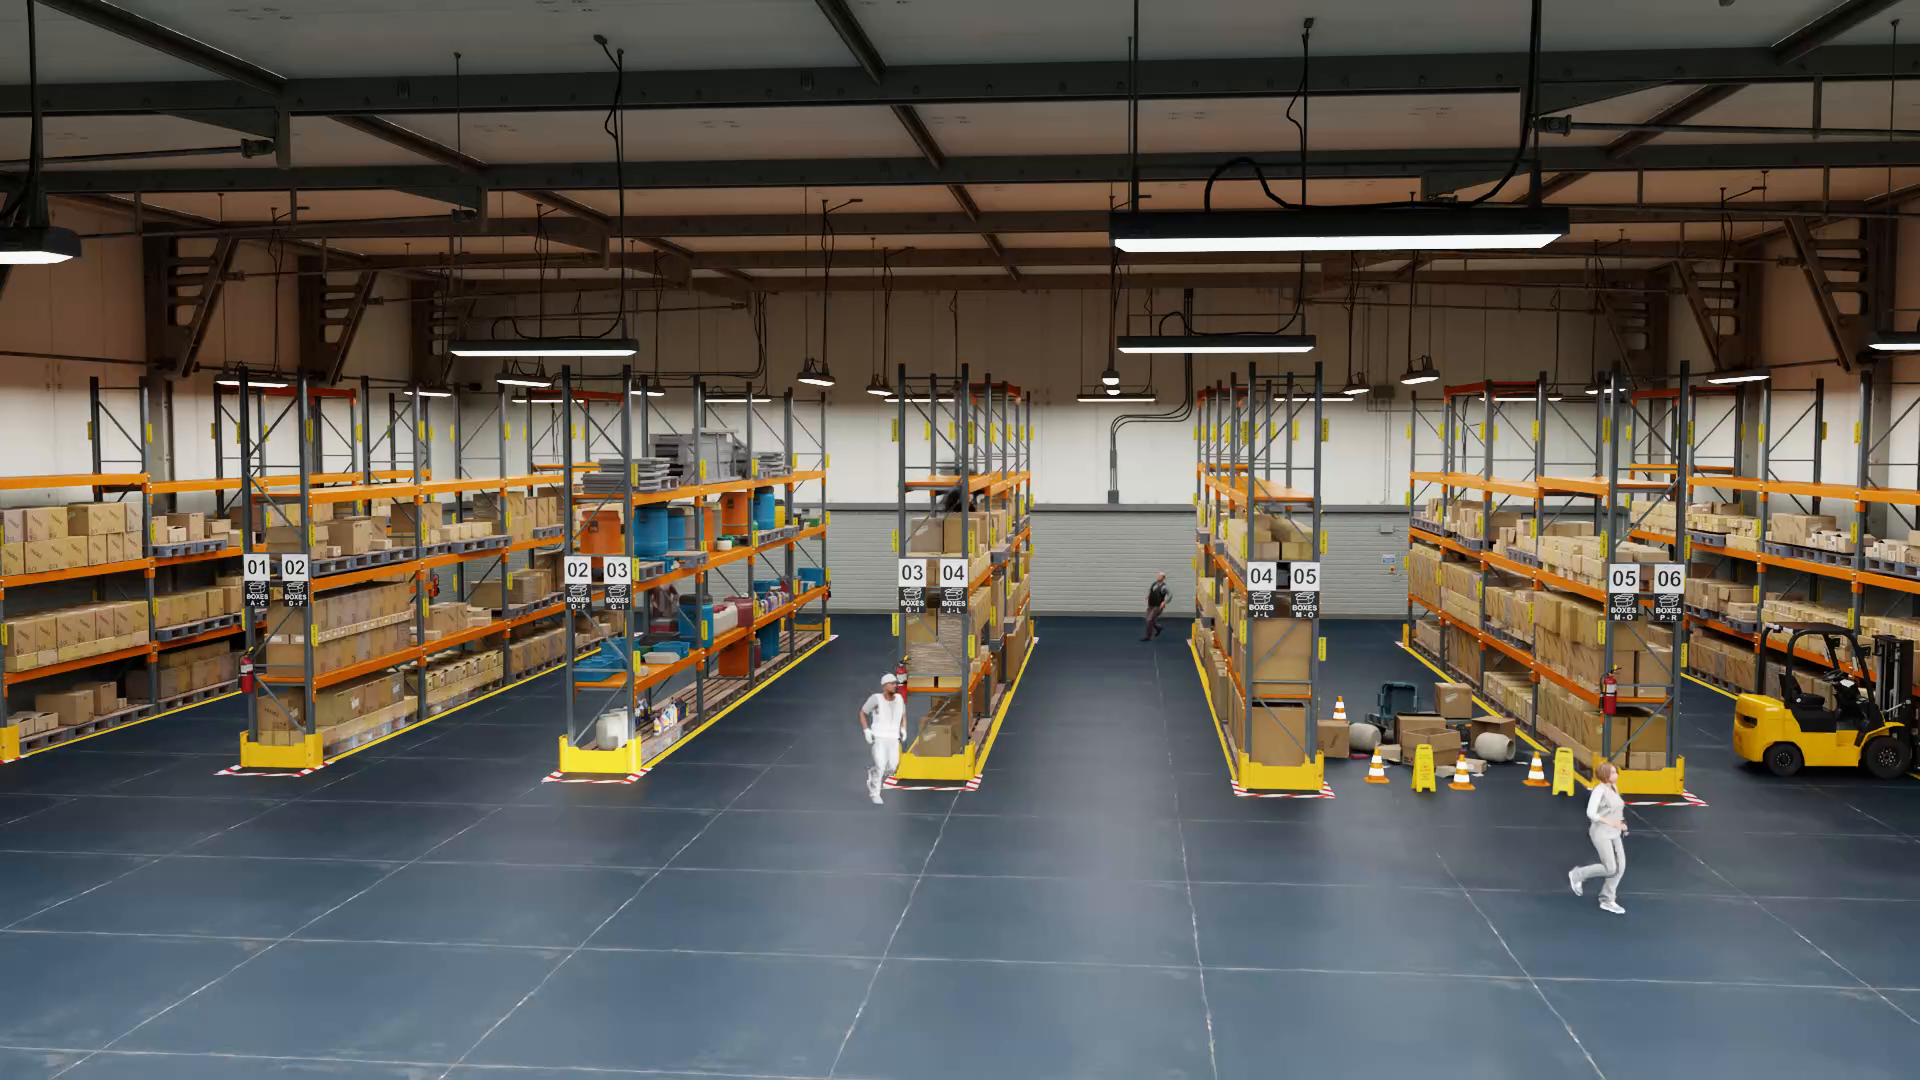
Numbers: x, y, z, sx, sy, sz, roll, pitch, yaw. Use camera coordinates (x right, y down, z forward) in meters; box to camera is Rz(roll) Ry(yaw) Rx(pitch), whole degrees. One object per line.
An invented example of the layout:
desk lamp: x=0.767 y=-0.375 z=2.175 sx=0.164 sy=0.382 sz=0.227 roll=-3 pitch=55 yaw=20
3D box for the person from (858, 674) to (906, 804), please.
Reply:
person: x=-1.053 y=2.703 z=22.774 sx=0.729 sy=1.736 sz=0.610 roll=-2 pitch=4 yaw=-31

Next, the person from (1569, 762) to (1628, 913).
person: x=6.744 y=3.102 z=17.474 sx=0.542 sy=1.559 sz=0.625 roll=-3 pitch=5 yaw=-43

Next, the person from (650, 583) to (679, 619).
person: x=-6.933 y=1.659 z=38.706 sx=0.760 sy=1.793 sz=0.842 roll=0 pitch=4 yaw=-7

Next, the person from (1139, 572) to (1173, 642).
person: x=4.721 y=1.608 z=39.922 sx=0.770 sy=1.671 sz=0.718 roll=-3 pitch=5 yaw=-38
